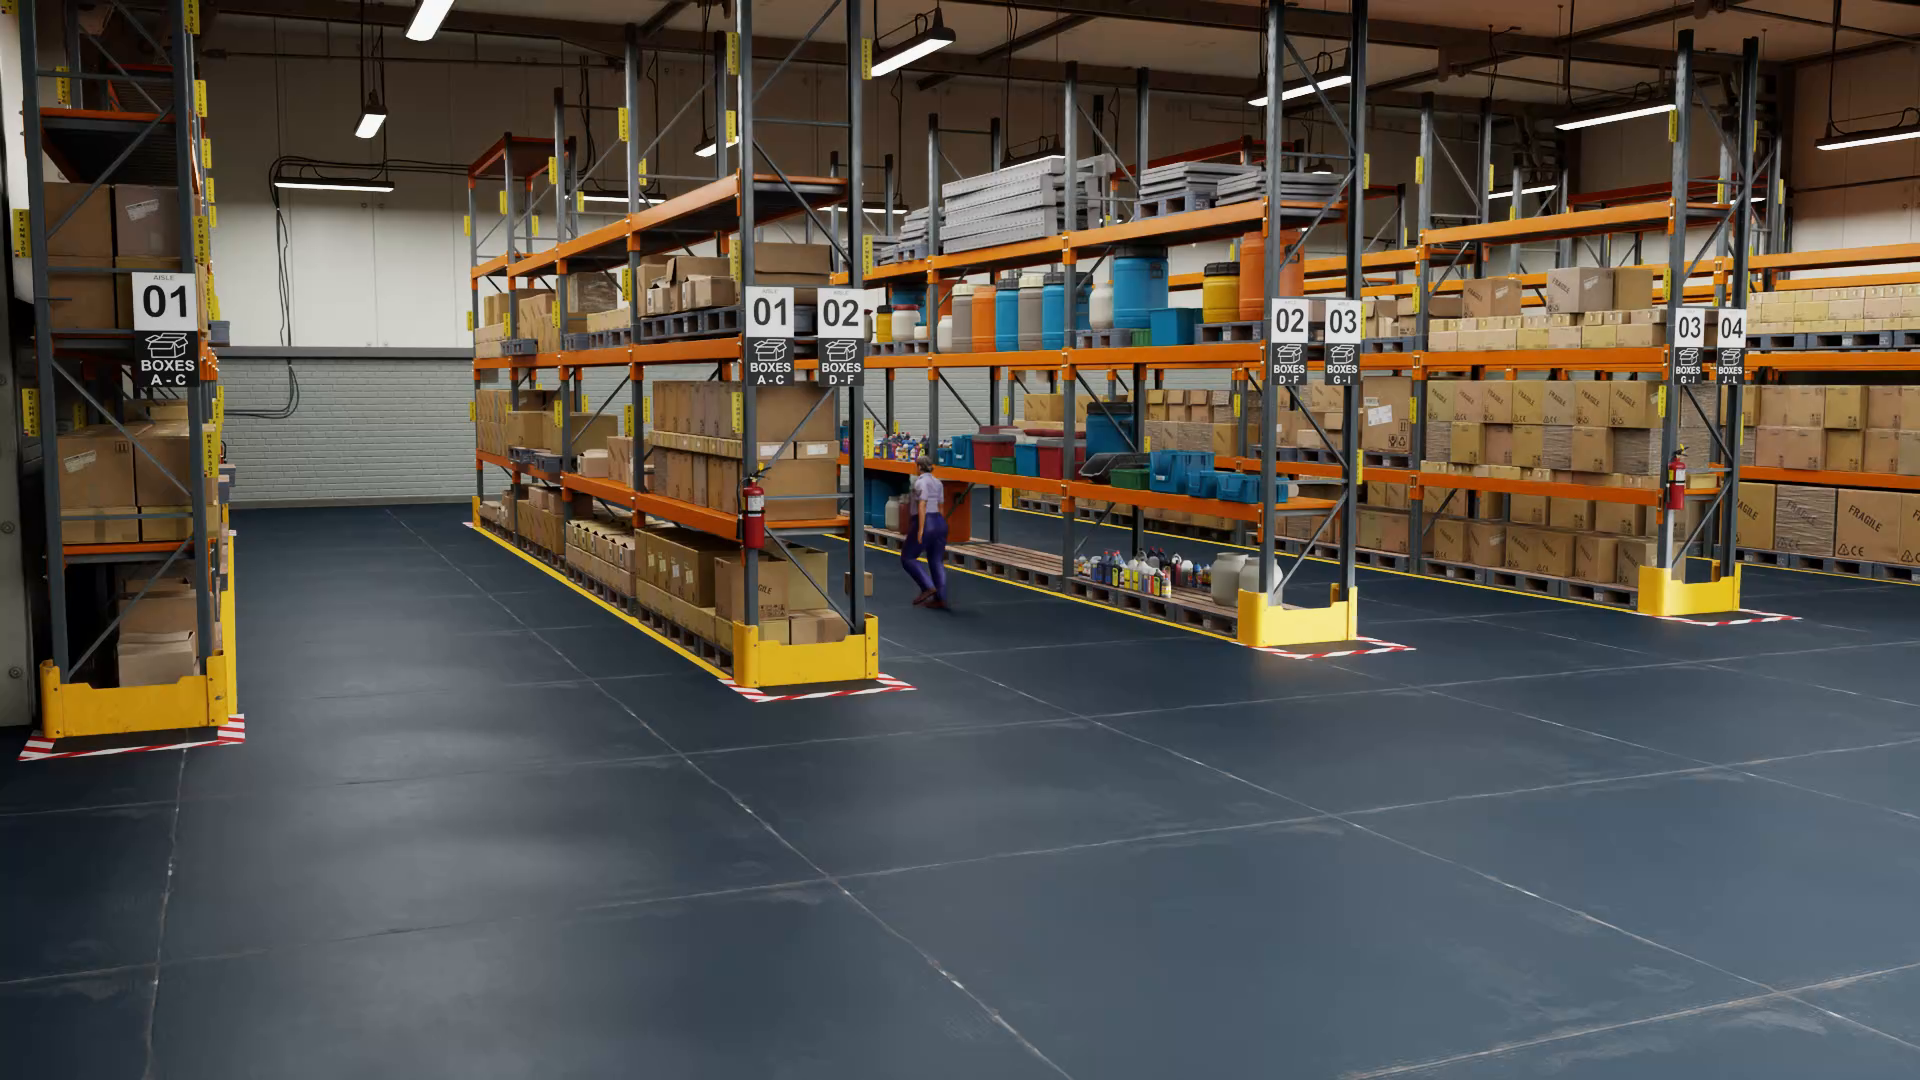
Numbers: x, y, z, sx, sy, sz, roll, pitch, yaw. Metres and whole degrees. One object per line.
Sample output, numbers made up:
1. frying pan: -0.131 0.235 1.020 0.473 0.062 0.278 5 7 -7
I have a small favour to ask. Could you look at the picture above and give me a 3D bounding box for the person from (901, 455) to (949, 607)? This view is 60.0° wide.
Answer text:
1. person: -0.345 -0.094 17.983 0.461 1.639 0.533 4 7 36
